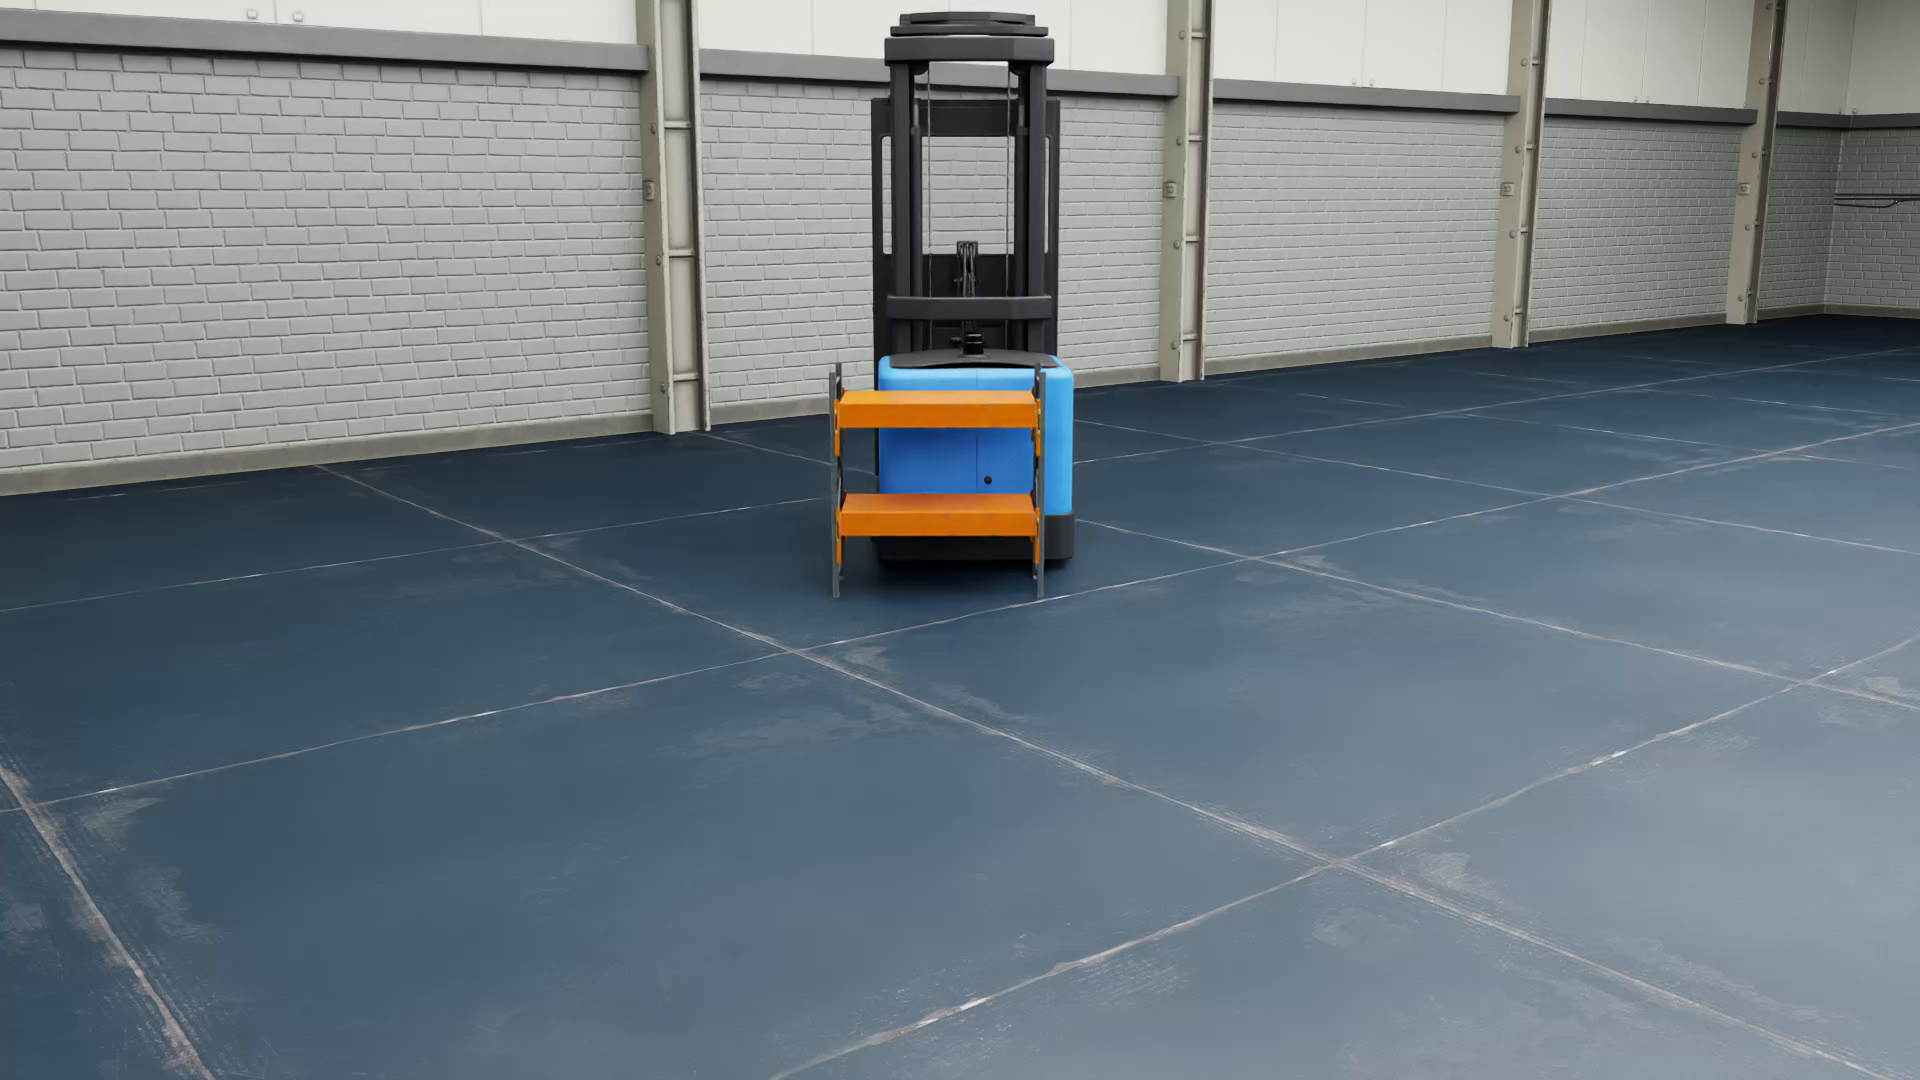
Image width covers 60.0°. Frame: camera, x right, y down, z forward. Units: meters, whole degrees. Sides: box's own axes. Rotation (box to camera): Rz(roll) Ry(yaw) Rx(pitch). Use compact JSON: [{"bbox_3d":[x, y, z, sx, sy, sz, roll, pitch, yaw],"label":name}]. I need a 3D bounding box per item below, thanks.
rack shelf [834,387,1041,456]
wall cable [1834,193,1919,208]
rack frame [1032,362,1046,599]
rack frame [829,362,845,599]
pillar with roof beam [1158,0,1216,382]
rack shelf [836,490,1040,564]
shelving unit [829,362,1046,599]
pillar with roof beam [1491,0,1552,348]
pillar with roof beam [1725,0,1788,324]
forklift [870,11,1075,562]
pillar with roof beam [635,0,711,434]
[{"bbox_3d":[-0.110,-0.597,8.322,1.000,0.278,0.538,0,12,0],"label":"rack shelf"},{"bbox_3d":[14.842,-6.308,25.148,0.112,2.526,3.097,-9,15,-38],"label":"wall cable"},{"bbox_3d":[0.398,-0.311,8.386,0.032,1.125,0.500,0,12,0],"label":"rack frame"},{"bbox_3d":[-0.619,-0.310,8.380,0.032,1.125,0.500,0,12,0],"label":"rack frame"},{"bbox_3d":[5.034,-5.404,13.414,0.400,9.000,9.100,-9,15,-38],"label":"pillar with roof beam"},{"bbox_3d":[-0.110,-0.072,8.434,1.000,0.278,0.538,0,12,0],"label":"rack shelf"},{"bbox_3d":[-0.110,-0.311,8.383,1.048,1.125,0.538,0,12,0],"label":"shelving unit"},{"bbox_3d":[9.719,-6.183,17.080,0.400,9.000,9.100,-9,15,-38],"label":"pillar with roof beam"},{"bbox_3d":[14.405,-6.961,20.747,0.400,9.000,9.100,-9,15,-38],"label":"pillar with roof beam"},{"bbox_3d":[0.019,-1.571,9.970,1.130,2.935,3.031,-1,12,-3],"label":"forklift"},{"bbox_3d":[0.349,-4.626,9.747,0.400,9.000,9.100,-9,15,-38],"label":"pillar with roof beam"}]
